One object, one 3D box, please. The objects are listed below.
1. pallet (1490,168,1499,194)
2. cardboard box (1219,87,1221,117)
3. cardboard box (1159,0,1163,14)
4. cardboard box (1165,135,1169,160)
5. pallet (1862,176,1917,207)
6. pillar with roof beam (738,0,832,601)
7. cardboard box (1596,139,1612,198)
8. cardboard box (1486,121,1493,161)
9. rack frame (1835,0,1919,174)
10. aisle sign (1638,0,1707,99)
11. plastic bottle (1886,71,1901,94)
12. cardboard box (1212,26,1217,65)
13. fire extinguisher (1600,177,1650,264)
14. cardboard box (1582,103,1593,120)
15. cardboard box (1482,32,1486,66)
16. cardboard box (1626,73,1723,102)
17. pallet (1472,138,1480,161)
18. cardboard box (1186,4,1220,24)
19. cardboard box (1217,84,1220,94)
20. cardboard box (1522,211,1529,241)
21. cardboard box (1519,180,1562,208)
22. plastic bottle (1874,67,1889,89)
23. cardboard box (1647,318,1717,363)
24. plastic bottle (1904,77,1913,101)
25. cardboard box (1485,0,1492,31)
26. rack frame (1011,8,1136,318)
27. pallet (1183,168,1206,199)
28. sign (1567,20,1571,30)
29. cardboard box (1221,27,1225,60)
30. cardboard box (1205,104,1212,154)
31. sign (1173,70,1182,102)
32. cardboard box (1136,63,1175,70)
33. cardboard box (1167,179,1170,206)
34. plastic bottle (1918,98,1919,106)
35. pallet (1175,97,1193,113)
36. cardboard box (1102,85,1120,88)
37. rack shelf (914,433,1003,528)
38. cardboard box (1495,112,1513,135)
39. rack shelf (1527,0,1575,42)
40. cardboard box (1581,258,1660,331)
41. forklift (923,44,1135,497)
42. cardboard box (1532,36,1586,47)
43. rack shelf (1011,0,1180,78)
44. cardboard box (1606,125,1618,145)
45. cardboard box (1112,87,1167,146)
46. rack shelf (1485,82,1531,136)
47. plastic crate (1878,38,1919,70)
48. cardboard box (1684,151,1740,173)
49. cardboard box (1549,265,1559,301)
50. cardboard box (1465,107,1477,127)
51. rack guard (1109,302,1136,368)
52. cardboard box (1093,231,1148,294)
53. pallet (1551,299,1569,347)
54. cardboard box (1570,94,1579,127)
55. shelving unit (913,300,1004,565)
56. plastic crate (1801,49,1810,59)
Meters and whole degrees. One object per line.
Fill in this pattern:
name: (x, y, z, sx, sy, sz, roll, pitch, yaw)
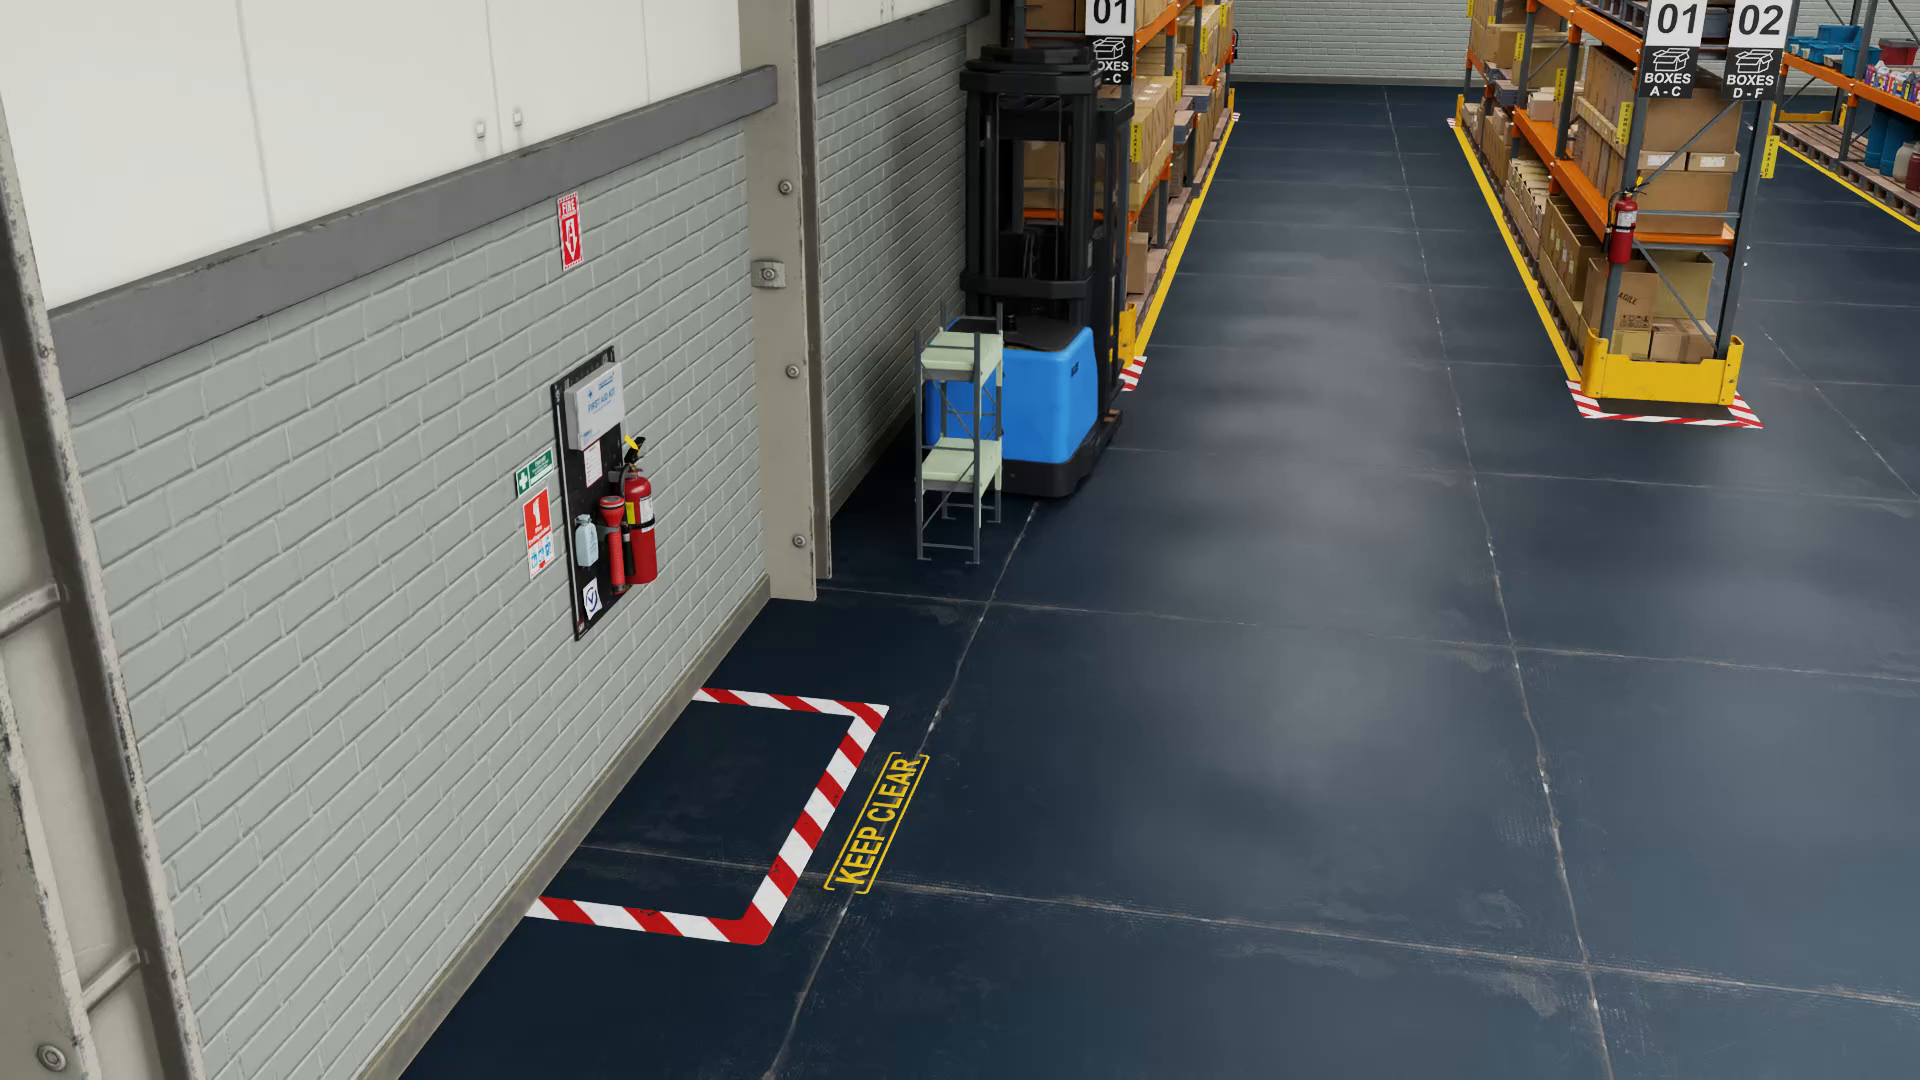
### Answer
pallet: (7.868, -4.953, 22.870, 1.003, 0.211, 1.213, 4, 22, 11)
cardboard box: (3.961, -7.238, 27.595, 0.700, 0.500, 0.500, 4, 22, 9)
cardboard box: (1.593, -5.114, 15.361, 0.500, 0.500, 0.500, 6, 23, 14)
cardboard box: (1.851, -4.007, 16.961, 0.500, 0.250, 0.500, 5, 22, 11)
pallet: (12.647, -4.596, 21.982, 1.003, 0.211, 1.213, 4, 22, 11)
pillar with roof beam: (3.231, -3.564, 7.659, 9.100, 9.000, 0.400, 4, 22, 11)
cardboard box: (6.216, -3.389, 15.118, 0.700, 0.500, 0.500, 5, 23, 13)
cardboard box: (7.809, -5.685, 23.711, 0.500, 0.500, 0.500, 5, 22, 12)
rack frame: (13.092, -6.616, 23.265, 1.000, 3.000, 0.127, 4, 22, 11)
aisle sign: (5.494, -3.810, 12.819, 0.394, 0.787, 0.004, 4, 22, 11)
plastic bottle: (12.436, -6.079, 22.099, 0.152, 0.276, 0.135, 4, 22, 11)
cardboard box: (3.452, -7.189, 24.130, 0.500, 0.500, 0.500, 5, 22, 11)
fire extinguisher: (5.316, -2.562, 13.304, 0.296, 0.674, 0.183, 4, 22, 11)
cardboard box: (6.265, -4.146, 16.131, 0.380, 0.149, 0.250, 4, 22, 10)
cardboard box: (8.198, -7.432, 25.158, 0.500, 0.500, 0.500, 5, 22, 12)
cardboard box: (6.016, -3.636, 13.996, 0.700, 0.500, 0.500, 4, 22, 10)
pallet: (8.385, -5.952, 25.350, 1.003, 0.211, 1.213, 4, 22, 11)
cardboard box: (3.549, -7.722, 24.450, 0.500, 0.250, 0.500, 5, 22, 12)
cardboard box: (4.001, -7.275, 26.818, 0.380, 0.149, 0.250, 4, 22, 9)
cardboard box: (6.621, -3.534, 18.732, 0.500, 0.250, 0.500, 5, 22, 12)
cardboard box: (6.724, -3.975, 19.076, 0.500, 0.311, 0.500, 4, 22, 10)
plastic bottle: (12.550, -6.284, 22.608, 0.152, 0.276, 0.135, 4, 22, 11)
cardboard box: (6.122, -1.705, 14.189, 0.500, 0.250, 0.500, 4, 22, 11)
plastic bottle: (12.239, -5.814, 21.429, 0.061, 0.283, 0.133, 4, 22, 11)
cardboard box: (8.195, -7.897, 24.974, 0.500, 0.500, 0.500, 4, 22, 10)
rack frame: (0.945, -2.982, 14.243, 1.000, 3.000, 0.127, 4, 22, 11)
pallet: (2.812, -4.897, 22.731, 1.003, 0.211, 1.213, 4, 22, 11)
sign: (8.788, -7.491, 23.888, 0.100, 0.325, 0.005, 4, 22, 11)
cardboard box: (3.675, -7.974, 26.236, 0.980, 0.700, 0.700, 4, 22, 10)
cardboard box: (3.210, -5.996, 24.041, 0.750, 0.750, 0.750, 5, 23, 13)
sign: (2.294, -4.808, 17.618, 0.100, 0.325, 0.005, 4, 22, 11)
cardboard box: (2.019, -5.083, 18.737, 0.700, 0.500, 0.500, 7, 23, 16)
cardboard box: (2.189, -4.322, 20.327, 0.700, 0.500, 0.500, 4, 22, 11)
plastic bottle: (12.148, -5.580, 20.959, 0.097, 0.201, 0.097, 0, 22, 0)
pallet: (2.213, -5.092, 19.738, 1.003, 0.211, 1.213, 4, 22, 11)
cardboard box: (1.351, -4.388, 16.903, 0.500, 0.500, 0.500, 4, 22, 11)
rack shelf: (-0.001, -0.391, 10.689, 0.431, 0.370, 0.720, 4, 22, 11)
cardboard box: (7.601, -5.680, 22.694, 0.500, 0.250, 0.500, 4, 22, 10)
rack shelf: (7.019, -5.858, 18.332, 1.077, 0.370, 4.000, 4, 22, 11)
cardboard box: (5.613, -2.092, 14.147, 0.500, 0.500, 0.500, 4, 22, 11)
forklift: (0.643, -2.174, 12.328, 1.130, 2.935, 3.031, 6, 23, 15)
cardboard box: (7.819, -6.332, 21.864, 0.700, 0.500, 0.500, 9, 24, 21)
rack shelf: (1.353, -4.771, 15.633, 1.077, 0.370, 4.000, 4, 22, 11)
cardboard box: (5.949, -3.581, 14.728, 0.380, 0.149, 0.250, 5, 22, 12)
cardboard box: (1.758, -4.170, 16.362, 0.500, 0.500, 0.500, 4, 22, 9)
rack shelf: (7.836, -5.930, 22.524, 1.077, 0.370, 4.000, 4, 22, 11)
plastic crate: (13.520, -6.981, 24.005, 0.402, 0.464, 0.583, 4, 22, 11)
cardboard box: (6.086, -3.080, 13.485, 0.380, 0.149, 0.250, 4, 22, 11)
cardboard box: (6.006, -2.477, 16.107, 0.500, 0.250, 0.500, 4, 22, 11)
cardboard box: (8.467, -6.843, 26.922, 0.500, 0.250, 0.500, 4, 22, 11)
rack guard: (0.960, -1.851, 14.779, 1.175, 0.500, 0.348, 4, 22, 11)
cardboard box: (1.489, -2.746, 16.414, 0.700, 0.500, 0.500, 3, 22, 8)
pallet: (6.161, -2.040, 15.637, 1.003, 0.211, 1.213, 4, 22, 11)
cardboard box: (6.892, -4.588, 18.095, 0.500, 0.500, 0.500, 6, 23, 15)
shelving unit: (-0.001, -0.693, 10.567, 0.431, 1.500, 0.755, 4, 22, 11)
plastic crate: (13.251, -7.560, 25.882, 0.250, 0.136, 0.298, 4, 22, 11)
